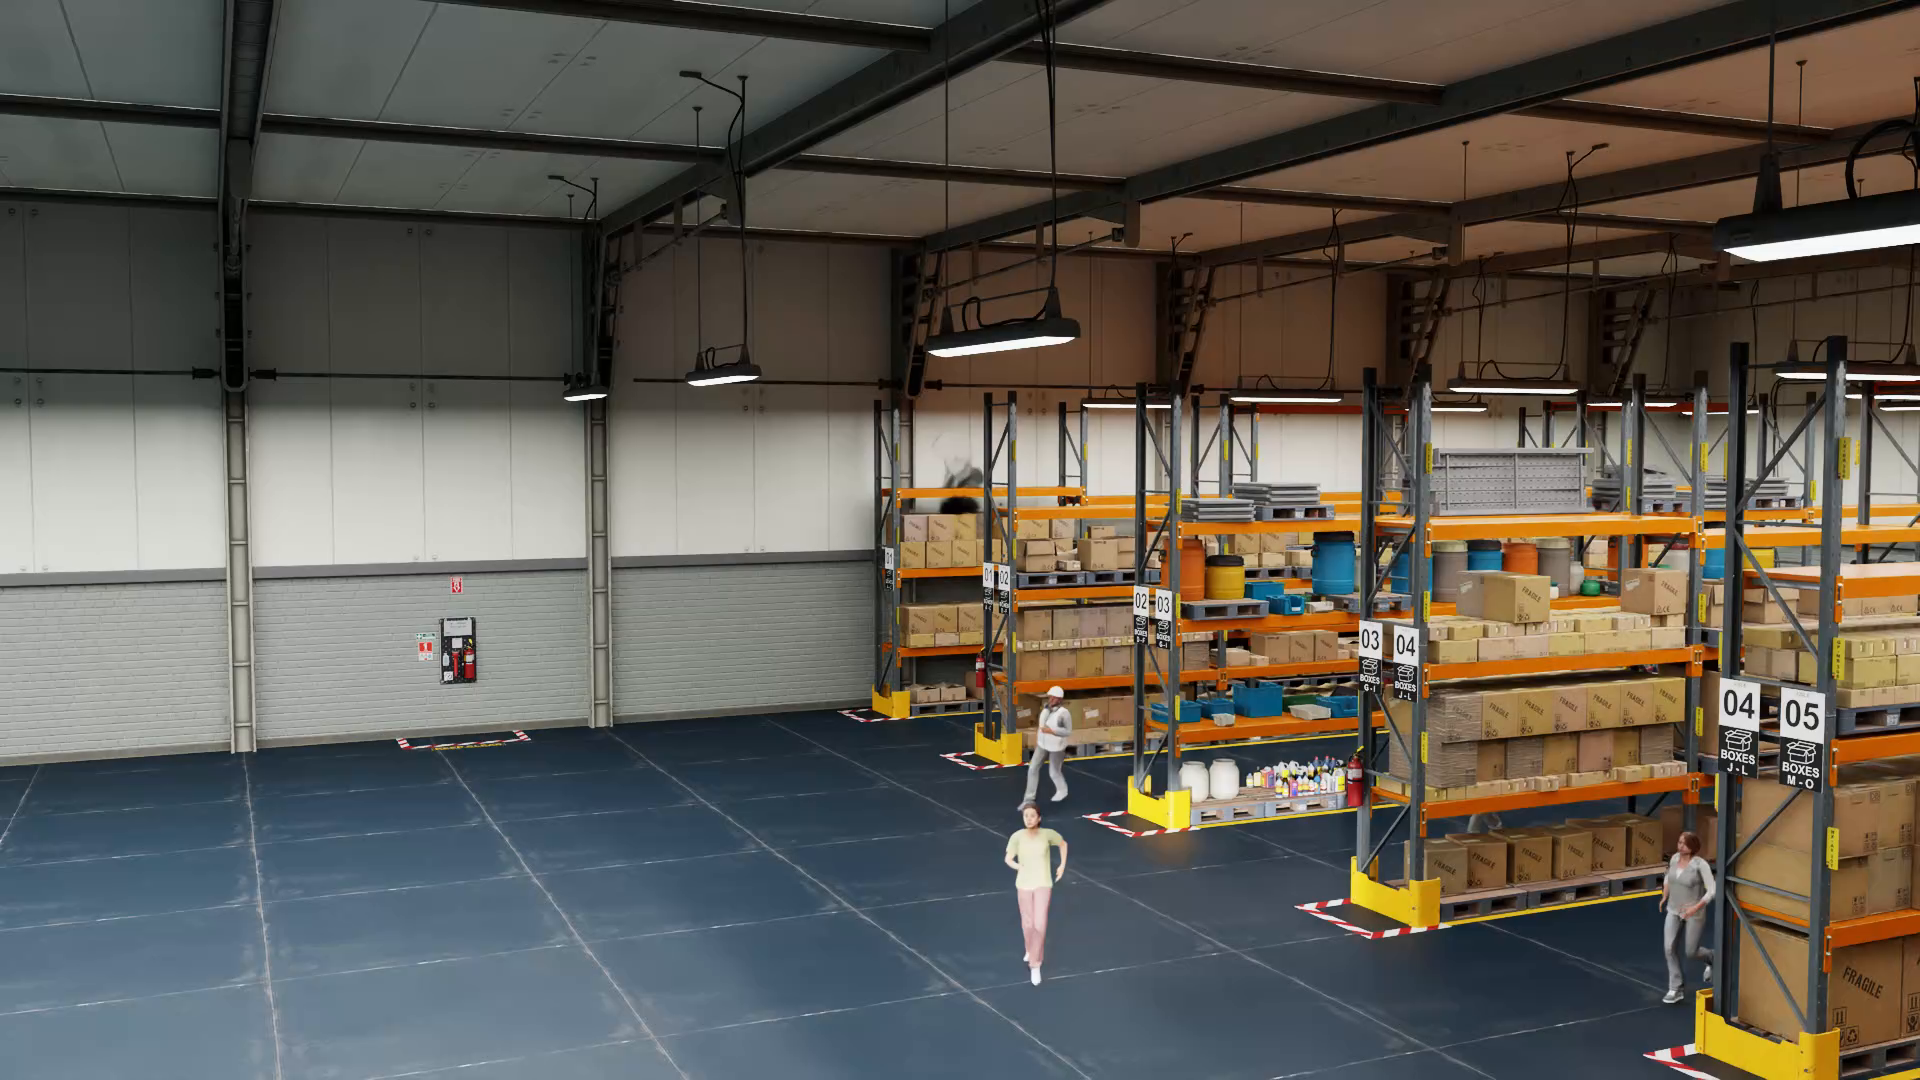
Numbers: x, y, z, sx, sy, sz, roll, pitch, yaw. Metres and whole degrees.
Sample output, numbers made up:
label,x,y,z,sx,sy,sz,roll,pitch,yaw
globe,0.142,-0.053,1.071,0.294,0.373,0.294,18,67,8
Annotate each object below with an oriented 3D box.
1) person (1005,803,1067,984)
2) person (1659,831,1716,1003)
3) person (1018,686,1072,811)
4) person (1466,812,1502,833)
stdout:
label,x,y,z,sx,sy,sz,roll,pitch,yaw
person,0.730,3.407,16.207,0.579,1.697,0.726,1,3,11
person,6.786,3.478,15.474,0.738,1.571,0.568,-2,4,-34
person,1.328,2.928,23.467,0.698,1.779,0.875,3,4,41
person,6.645,3.072,21.214,0.950,1.669,0.565,-3,4,-37
